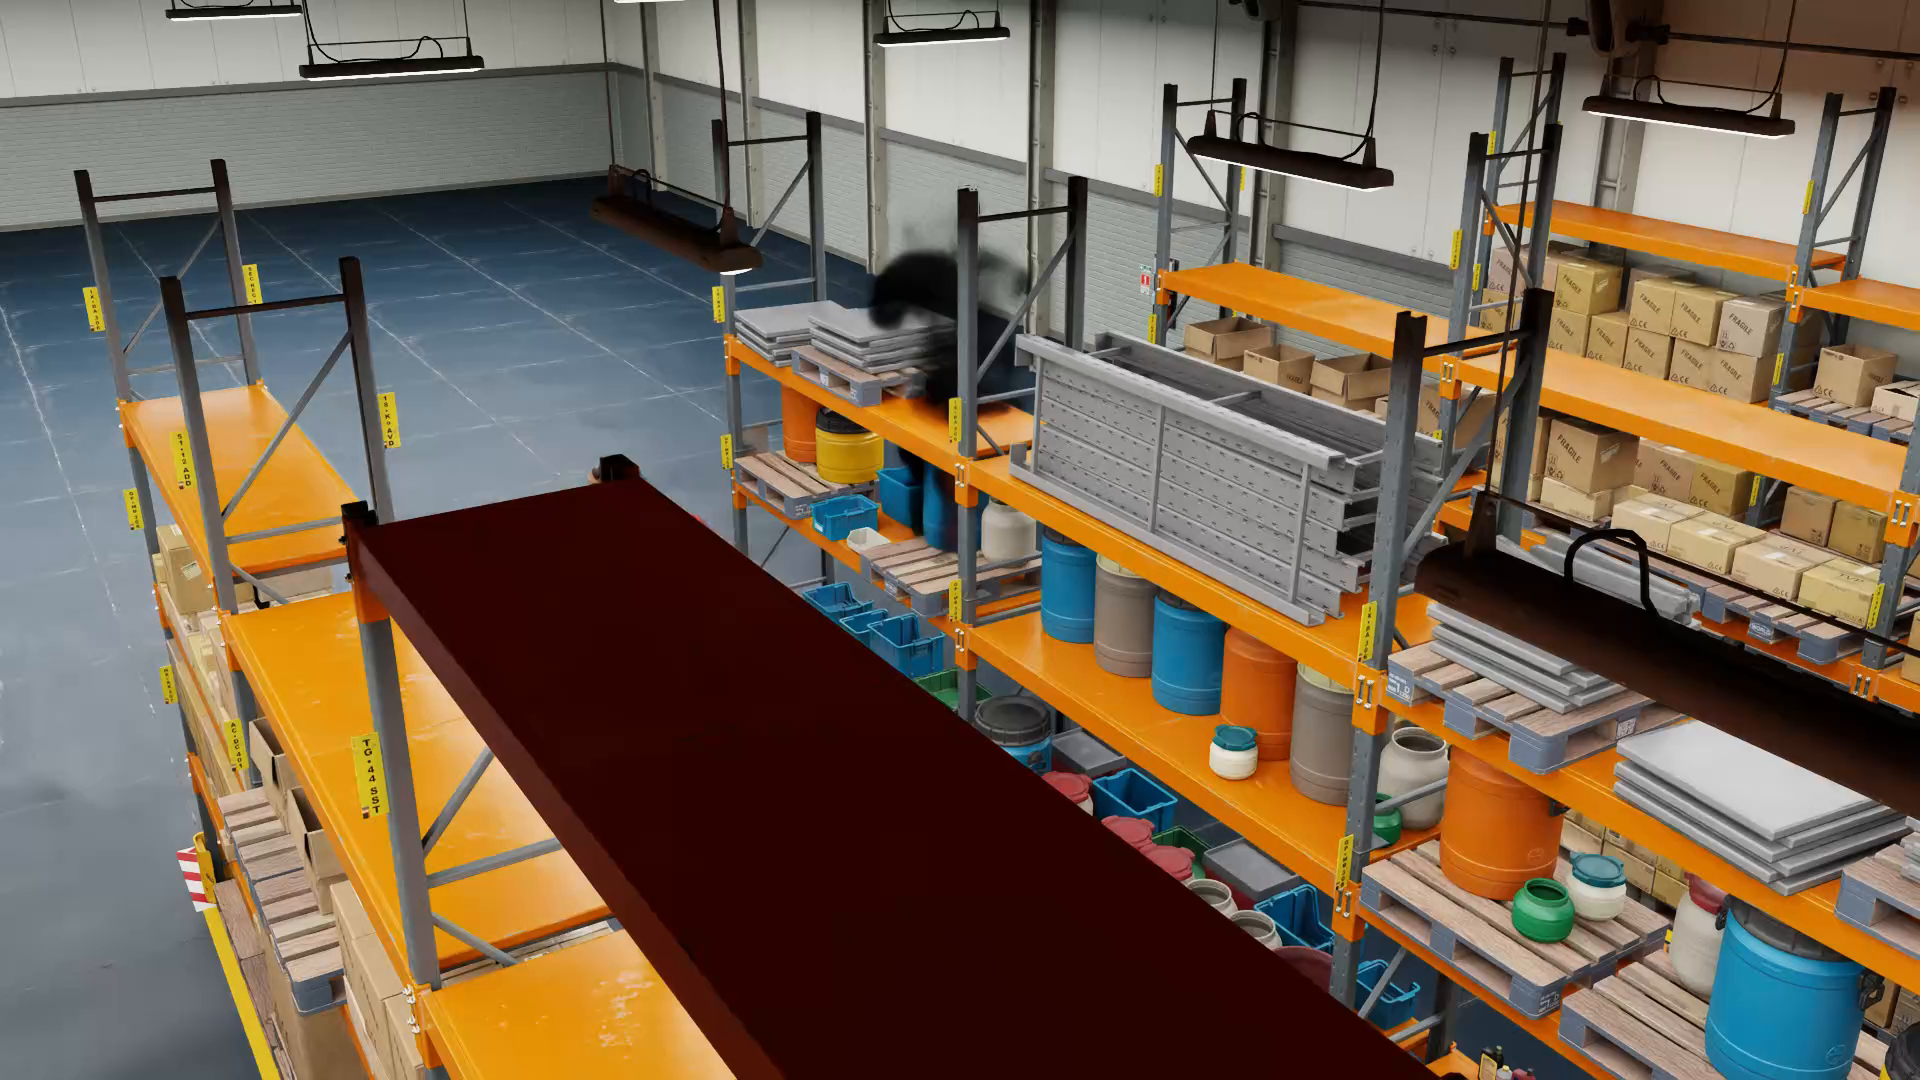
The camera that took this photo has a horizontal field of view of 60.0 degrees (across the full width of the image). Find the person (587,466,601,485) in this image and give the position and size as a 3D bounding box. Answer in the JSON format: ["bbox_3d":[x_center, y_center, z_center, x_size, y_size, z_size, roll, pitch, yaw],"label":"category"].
[{"bbox_3d":[-4.159,0.014,19.370,0.939,1.444,0.603,-3,22,-7],"label":"person"}]
